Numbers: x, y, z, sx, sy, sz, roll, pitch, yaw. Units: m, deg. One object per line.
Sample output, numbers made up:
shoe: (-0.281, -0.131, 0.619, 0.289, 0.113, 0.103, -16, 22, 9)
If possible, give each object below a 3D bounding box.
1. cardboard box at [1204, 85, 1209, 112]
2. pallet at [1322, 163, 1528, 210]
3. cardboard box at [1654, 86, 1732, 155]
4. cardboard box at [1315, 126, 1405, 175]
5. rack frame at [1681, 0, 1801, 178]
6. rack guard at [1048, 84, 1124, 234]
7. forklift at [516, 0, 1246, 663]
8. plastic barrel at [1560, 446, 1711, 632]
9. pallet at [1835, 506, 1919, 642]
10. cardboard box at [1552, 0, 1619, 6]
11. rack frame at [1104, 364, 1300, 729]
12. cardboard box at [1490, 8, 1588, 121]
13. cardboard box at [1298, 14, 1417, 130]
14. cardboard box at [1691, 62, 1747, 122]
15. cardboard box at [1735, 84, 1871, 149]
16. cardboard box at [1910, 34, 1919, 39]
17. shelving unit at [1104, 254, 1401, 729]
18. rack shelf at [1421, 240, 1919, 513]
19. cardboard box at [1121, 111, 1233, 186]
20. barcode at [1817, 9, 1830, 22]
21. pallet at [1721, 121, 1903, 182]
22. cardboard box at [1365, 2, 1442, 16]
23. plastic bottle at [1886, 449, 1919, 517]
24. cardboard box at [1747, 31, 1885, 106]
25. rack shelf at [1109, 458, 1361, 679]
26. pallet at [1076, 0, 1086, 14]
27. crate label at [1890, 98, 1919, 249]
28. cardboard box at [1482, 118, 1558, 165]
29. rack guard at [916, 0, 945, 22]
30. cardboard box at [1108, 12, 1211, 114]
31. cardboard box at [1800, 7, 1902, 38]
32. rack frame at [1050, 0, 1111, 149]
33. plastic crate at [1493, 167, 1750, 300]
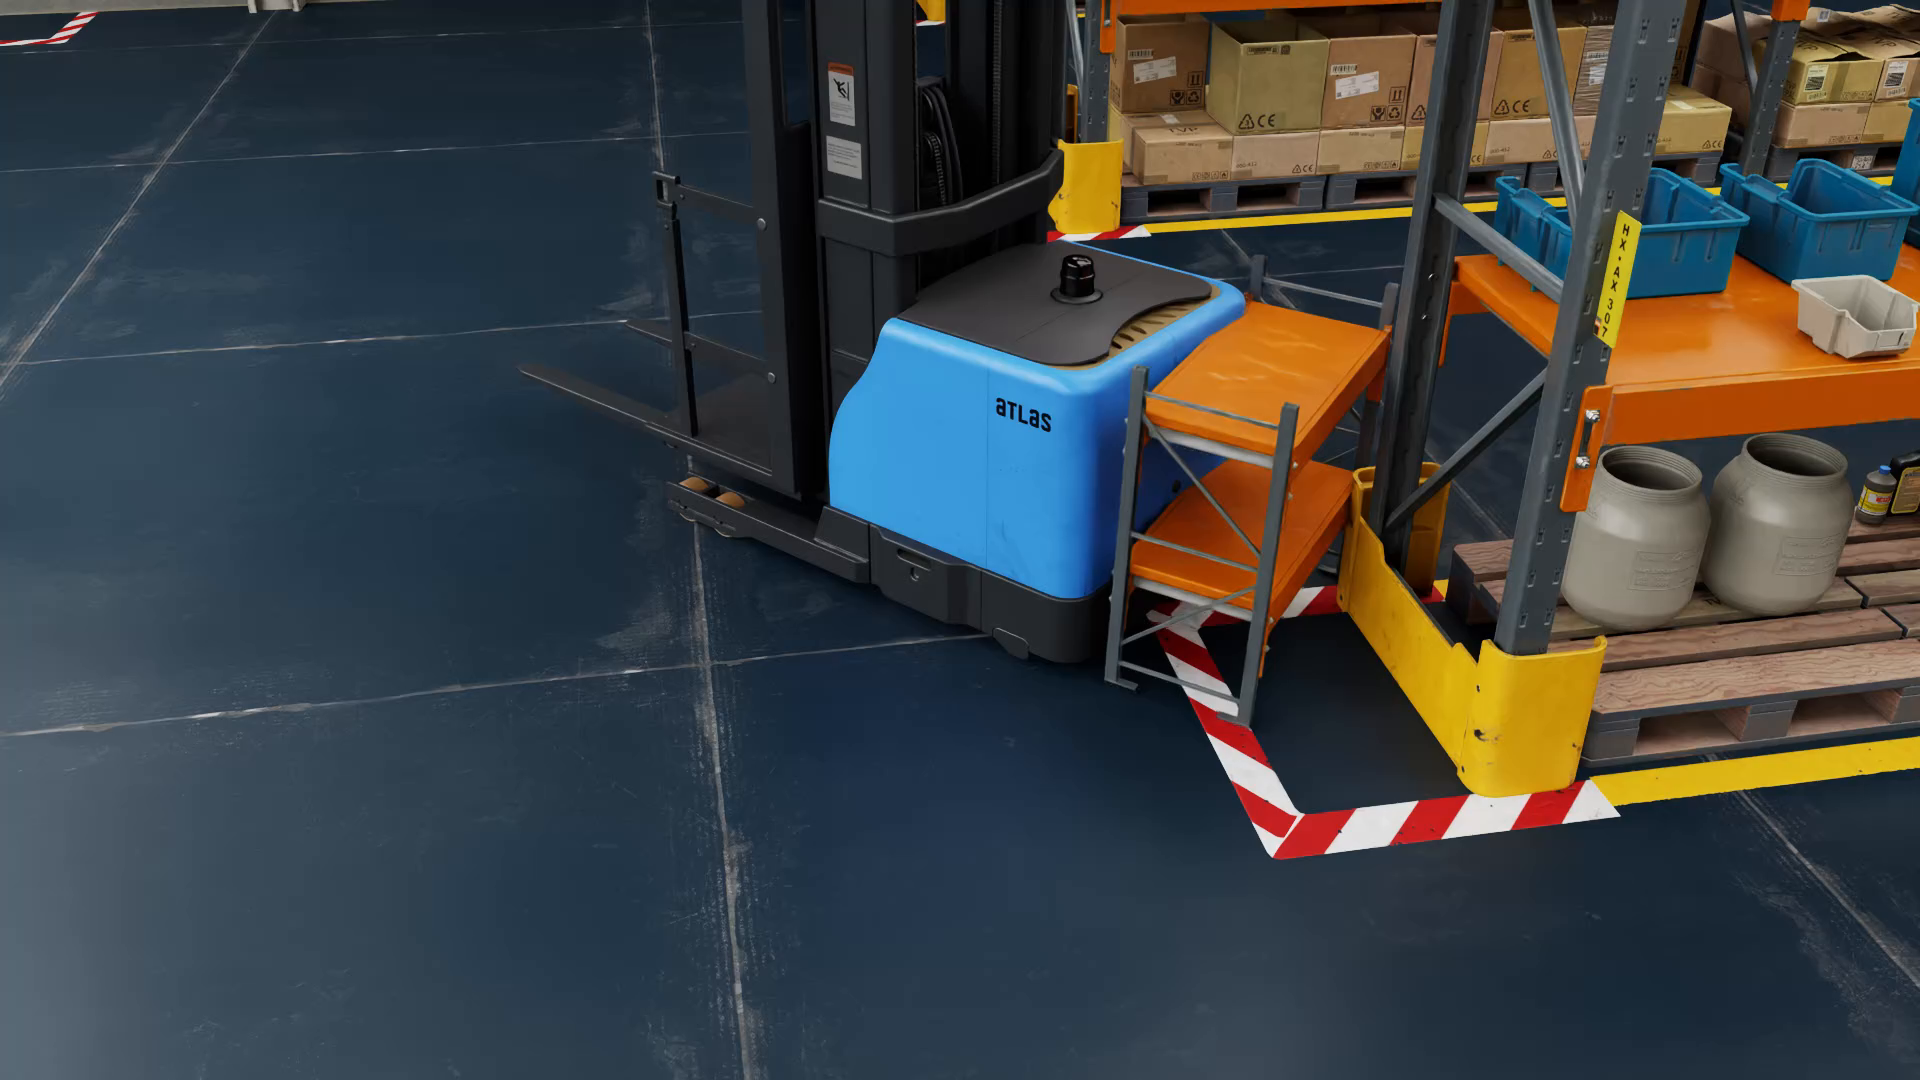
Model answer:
cardboard box: (1.604, -2.511, 9.860, 0.500, 0.250, 0.500, -5, 31, -9)
pallet: (2.582, -2.266, 9.895, 1.213, 0.211, 1.003, -5, 31, -9)
cardboard box: (4.158, -2.477, 9.802, 0.500, 0.250, 0.500, -5, 31, -9)
cardboard box: (2.191, -2.294, 9.491, 0.500, 0.250, 0.500, -5, 31, -9)
rack frame: (4.574, -3.633, 9.469, 0.127, 3.000, 1.000, -5, 31, -9)
rack guard: (0.616, -2.188, 9.478, 0.348, 0.500, 1.175, -5, 31, -9)
forklift: (-0.494, -1.462, 5.844, 3.031, 2.935, 1.130, 22, 37, 32)
plastic barrel: (2.162, -0.004, 5.338, 0.421, 0.512, 0.421, 0, 30, 0)
pallet: (3.592, 0.193, 5.714, 1.213, 0.211, 1.003, -5, 31, -9)
cardboard box: (3.572, -3.016, 9.978, 0.500, 0.500, 0.500, -5, 31, -9)
rack frame: (0.712, 0.039, 5.050, 0.500, 1.125, 0.032, 17, 35, 23)
cardboard box: (3.173, -2.713, 9.463, 0.500, 0.500, 0.500, -5, 31, -9)
cardboard box: (2.188, -2.623, 9.311, 0.500, 0.500, 0.500, -5, 31, -9)
cardboard box: (4.930, -2.811, 10.369, 0.500, 0.250, 0.500, -6, 31, -9)
cardboard box: (5.016, -2.542, 9.912, 0.500, 0.250, 0.500, -6, 31, -10)
cardboard box: (6.028, -2.875, 9.925, 0.500, 0.311, 0.500, -6, 31, -11)
shelving unit: (0.956, -0.188, 5.434, 0.538, 1.125, 1.048, 17, 35, 23)
rack shelf: (3.496, -0.670, 5.140, 4.000, 0.370, 1.077, -5, 31, -9)
cardboard box: (1.207, -2.201, 9.333, 0.500, 0.250, 0.500, -5, 31, -9)
barcode: (4.900, -2.974, 9.434, 0.075, 0.075, 0.001, -5, 31, -9)
pallet: (5.292, -2.517, 10.323, 1.213, 0.211, 1.003, -5, 31, -9)
cardboard box: (2.587, -2.928, 9.828, 0.500, 0.500, 0.500, -5, 31, -9)
plastic bottle: (3.368, -0.222, 5.915, 0.133, 0.283, 0.061, -5, 31, -8)
cardboard box: (5.026, -2.784, 9.770, 0.500, 0.311, 0.500, -5, 31, -9)
rack shelf: (0.949, 0.020, 5.562, 0.538, 0.278, 1.000, 17, 35, 23)
pallet: (0.624, -4.598, 13.862, 1.213, 0.211, 1.003, -5, 31, -9)
crate label: (3.290, -1.116, 5.153, 0.616, 0.435, 0.502, -5, 31, -9)
cardboard box: (3.175, -2.383, 9.643, 0.500, 0.250, 0.500, -5, 31, -9)
rack guard: (-0.181, -4.666, 13.693, 0.348, 0.500, 1.175, -5, 31, -9)
cardboard box: (1.114, -2.784, 9.584, 0.500, 0.500, 0.500, -5, 31, -9)
cardboard box: (5.432, -3.101, 10.309, 0.500, 0.311, 0.500, -4, 31, -8)
rack frame: (0.640, -3.268, 8.848, 0.127, 3.000, 1.000, -5, 31, -9)
plastic crate: (1.967, -0.928, 5.016, 0.616, 0.251, 0.499, -5, 31, -9)
